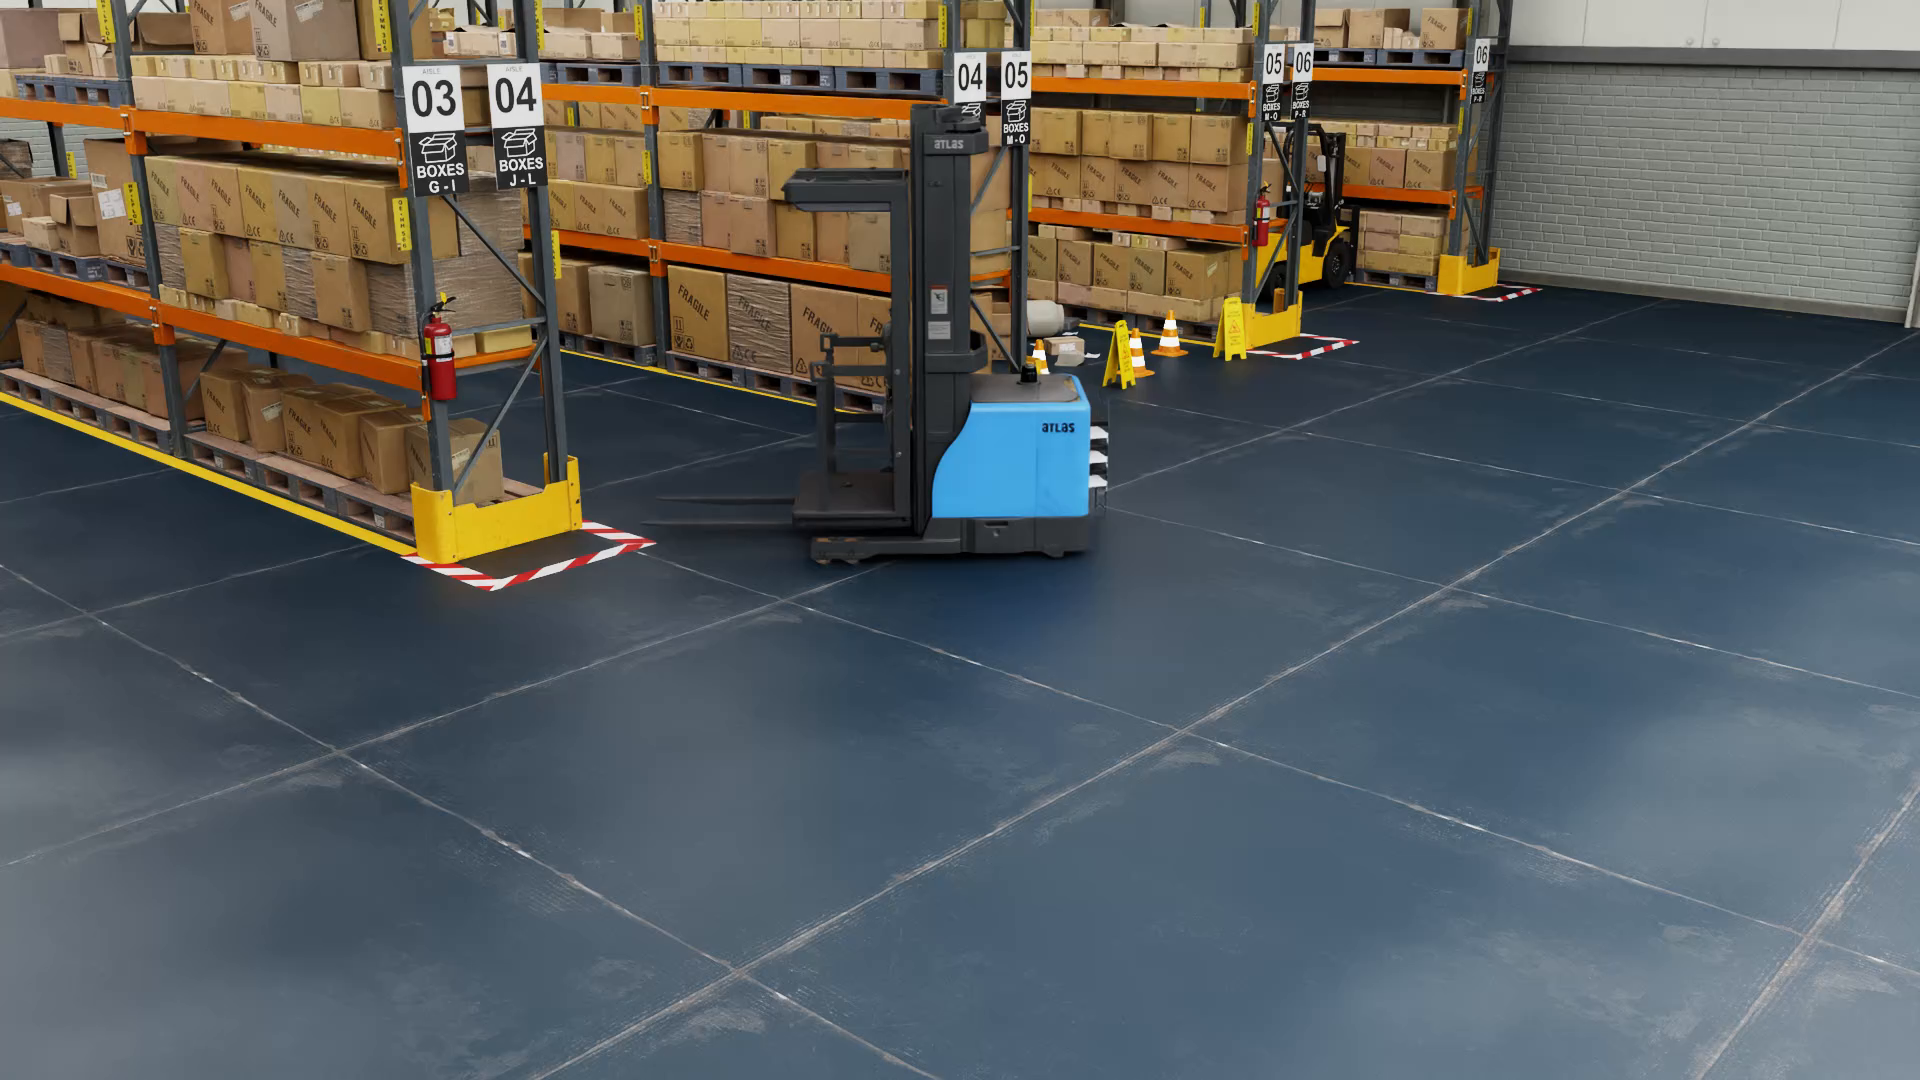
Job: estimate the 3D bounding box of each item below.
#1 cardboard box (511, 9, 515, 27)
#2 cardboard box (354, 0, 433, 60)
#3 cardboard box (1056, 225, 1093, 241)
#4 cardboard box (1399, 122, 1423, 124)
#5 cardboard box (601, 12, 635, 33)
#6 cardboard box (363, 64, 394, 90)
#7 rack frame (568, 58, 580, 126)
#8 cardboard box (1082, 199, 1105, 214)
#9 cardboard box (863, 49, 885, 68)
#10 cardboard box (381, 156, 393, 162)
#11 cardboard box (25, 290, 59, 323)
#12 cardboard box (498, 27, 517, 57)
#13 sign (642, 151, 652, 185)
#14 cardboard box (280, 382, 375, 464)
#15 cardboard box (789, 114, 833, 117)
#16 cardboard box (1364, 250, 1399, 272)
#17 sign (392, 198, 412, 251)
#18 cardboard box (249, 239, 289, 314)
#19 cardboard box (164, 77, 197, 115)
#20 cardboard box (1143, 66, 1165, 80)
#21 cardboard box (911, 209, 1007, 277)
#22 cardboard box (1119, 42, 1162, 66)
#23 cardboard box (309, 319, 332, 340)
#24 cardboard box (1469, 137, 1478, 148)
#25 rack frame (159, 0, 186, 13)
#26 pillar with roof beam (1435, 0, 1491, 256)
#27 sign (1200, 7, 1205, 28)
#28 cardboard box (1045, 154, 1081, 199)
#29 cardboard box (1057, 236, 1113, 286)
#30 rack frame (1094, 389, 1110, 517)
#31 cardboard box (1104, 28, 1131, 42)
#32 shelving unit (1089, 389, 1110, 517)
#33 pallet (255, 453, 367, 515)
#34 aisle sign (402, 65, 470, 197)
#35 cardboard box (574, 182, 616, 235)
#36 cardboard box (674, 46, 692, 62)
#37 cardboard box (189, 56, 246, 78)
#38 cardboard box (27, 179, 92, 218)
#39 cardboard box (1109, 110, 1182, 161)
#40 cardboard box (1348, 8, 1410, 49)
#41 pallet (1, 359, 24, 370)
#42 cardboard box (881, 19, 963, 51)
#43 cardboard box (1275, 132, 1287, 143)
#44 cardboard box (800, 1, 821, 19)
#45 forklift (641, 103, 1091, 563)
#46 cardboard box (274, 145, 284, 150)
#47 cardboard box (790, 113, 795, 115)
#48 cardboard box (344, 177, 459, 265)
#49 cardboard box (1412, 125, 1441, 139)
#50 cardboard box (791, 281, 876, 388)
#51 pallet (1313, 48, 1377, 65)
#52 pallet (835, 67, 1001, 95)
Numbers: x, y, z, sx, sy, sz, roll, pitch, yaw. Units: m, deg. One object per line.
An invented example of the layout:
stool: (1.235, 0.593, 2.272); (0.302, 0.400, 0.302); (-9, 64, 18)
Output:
cardboard box: (-6.563, -8.053, 26.037); (0.797, 0.503, 0.637); (-16, 24, -41)
cardboard box: (-4.067, -3.627, 11.640); (0.500, 0.500, 0.500); (15, 23, 39)
cardboard box: (1.355, -3.638, 19.655); (0.250, 0.149, 0.380); (17, 24, 42)
cardboard box: (6.070, -5.554, 22.424); (0.250, 0.149, 0.380); (15, 23, 40)
cardboard box: (-5.066, -7.497, 24.458); (0.500, 0.500, 0.500); (15, 23, 38)
cardboard box: (-3.550, -2.944, 10.560); (0.250, 0.149, 0.380); (15, 23, 39)
rack frame: (-5.533, -6.062, 25.755); (0.127, 3.000, 1.000); (15, 23, 39)
cardboard box: (1.631, -3.897, 19.348); (0.250, 0.149, 0.380); (15, 23, 39)
cardboard box: (-0.622, -4.163, 14.366); (0.250, 0.149, 0.380); (15, 23, 40)
cardboard box: (-6.608, -4.529, 19.660); (0.250, 0.149, 0.380); (15, 23, 39)
cardboard box: (-8.598, -2.265, 15.955); (0.500, 0.250, 0.500); (16, 24, 41)
cardboard box: (-4.597, -5.355, 17.856); (0.500, 0.311, 0.500); (15, 23, 38)
sign: (-3.112, -3.705, 16.545); (0.005, 0.325, 0.100); (15, 23, 39)
cardboard box: (-4.905, -0.913, 12.968); (0.500, 0.500, 0.500); (13, 22, 34)
cardboard box: (-2.017, -5.620, 23.011); (0.500, 0.500, 0.500); (14, 22, 38)
cardboard box: (5.808, -3.791, 22.450); (0.500, 0.250, 0.500); (15, 23, 39)
sign: (-3.519, -1.992, 10.492); (0.005, 0.325, 0.100); (15, 23, 39)
cardboard box: (-4.694, -2.003, 12.308); (0.500, 0.500, 0.875); (15, 23, 39)
cardboard box: (-5.562, -3.319, 12.399); (0.500, 0.250, 0.500); (15, 23, 39)
cardboard box: (2.243, -5.180, 18.432); (0.250, 0.149, 0.380); (15, 23, 39)
cardboard box: (-0.075, -2.648, 14.750); (0.550, 0.550, 0.875); (15, 23, 39)
cardboard box: (2.114, -5.399, 18.462); (0.500, 0.250, 0.500); (16, 24, 41)
cardboard box: (-4.431, -1.549, 11.948); (0.250, 0.149, 0.380); (15, 23, 39)
cardboard box: (6.653, -5.260, 21.990); (0.250, 0.149, 0.380); (14, 23, 38)
rack frame: (-11.735, -8.585, 23.785); (0.127, 3.000, 1.000); (15, 23, 39)
pillar with roof beam: (3.954, -7.006, 18.810); (0.400, 9.000, 9.100); (15, 23, 39)
sign: (3.390, -7.281, 23.262); (0.005, 0.325, 0.100); (15, 23, 39)
cardboard box: (1.353, -4.295, 19.528); (0.500, 0.500, 0.500); (15, 23, 39)
cardboard box: (1.508, -3.314, 19.707); (0.500, 0.500, 0.500); (17, 24, 42)
rack frame: (1.035, -0.631, 12.113); (0.006, 0.900, 0.240); (-5, 18, -15)
cardboard box: (1.824, -5.644, 18.576); (0.250, 0.149, 0.380); (16, 23, 41)
shelving unit: (0.937, -0.623, 12.088); (0.210, 0.900, 0.258); (-5, 18, -15)
pallet: (-4.685, -0.513, 12.879); (1.213, 0.211, 1.003); (15, 23, 39)
aisle sign: (-3.288, -2.570, 10.452); (0.004, 0.787, 0.394); (15, 23, 39)
cardboard box: (-3.705, -3.509, 17.545); (0.500, 0.500, 0.500); (15, 23, 39)
cardboard box: (-2.518, -4.672, 15.971); (0.250, 0.149, 0.380); (15, 23, 39)
cardboard box: (-5.443, -3.490, 12.281); (0.250, 0.149, 0.380); (16, 24, 41)
cardboard box: (-8.205, -3.076, 15.486); (0.700, 0.500, 0.500); (-14, 22, -38)
cardboard box: (2.092, -4.554, 18.694); (0.500, 0.500, 0.700); (15, 23, 39)
cardboard box: (5.542, -6.764, 21.982); (0.500, 0.500, 0.700); (15, 23, 40)
pallet: (-9.659, -1.863, 17.134); (1.213, 0.211, 1.003); (15, 23, 39)
cardboard box: (-0.319, -4.296, 14.126); (0.500, 0.250, 0.500); (15, 23, 40)
cardboard box: (4.545, -5.596, 23.048); (0.250, 0.149, 0.380); (15, 23, 39)
cardboard box: (-1.196, -4.697, 14.731); (0.250, 0.149, 0.380); (15, 23, 38)
forklift: (-0.647, -1.403, 11.186); (3.031, 2.935, 1.130); (0, 18, -1)
cardboard box: (-8.541, -5.048, 21.297); (0.250, 0.149, 0.380); (16, 24, 41)
cardboard box: (-3.178, -7.973, 30.292); (0.500, 0.500, 0.500); (14, 23, 38)
cardboard box: (-3.711, -2.131, 11.059); (0.500, 0.500, 0.500); (15, 23, 39)
cardboard box: (6.122, -5.342, 21.756); (0.250, 0.149, 0.380); (15, 23, 39)
cardboard box: (-0.978, -1.997, 15.765); (0.875, 0.875, 0.875); (15, 23, 38)
pallet: (5.306, -6.557, 22.501); (1.213, 0.211, 1.003); (15, 23, 39)
pallet: (-0.329, -4.047, 14.592); (1.213, 0.211, 1.003); (15, 23, 39)
